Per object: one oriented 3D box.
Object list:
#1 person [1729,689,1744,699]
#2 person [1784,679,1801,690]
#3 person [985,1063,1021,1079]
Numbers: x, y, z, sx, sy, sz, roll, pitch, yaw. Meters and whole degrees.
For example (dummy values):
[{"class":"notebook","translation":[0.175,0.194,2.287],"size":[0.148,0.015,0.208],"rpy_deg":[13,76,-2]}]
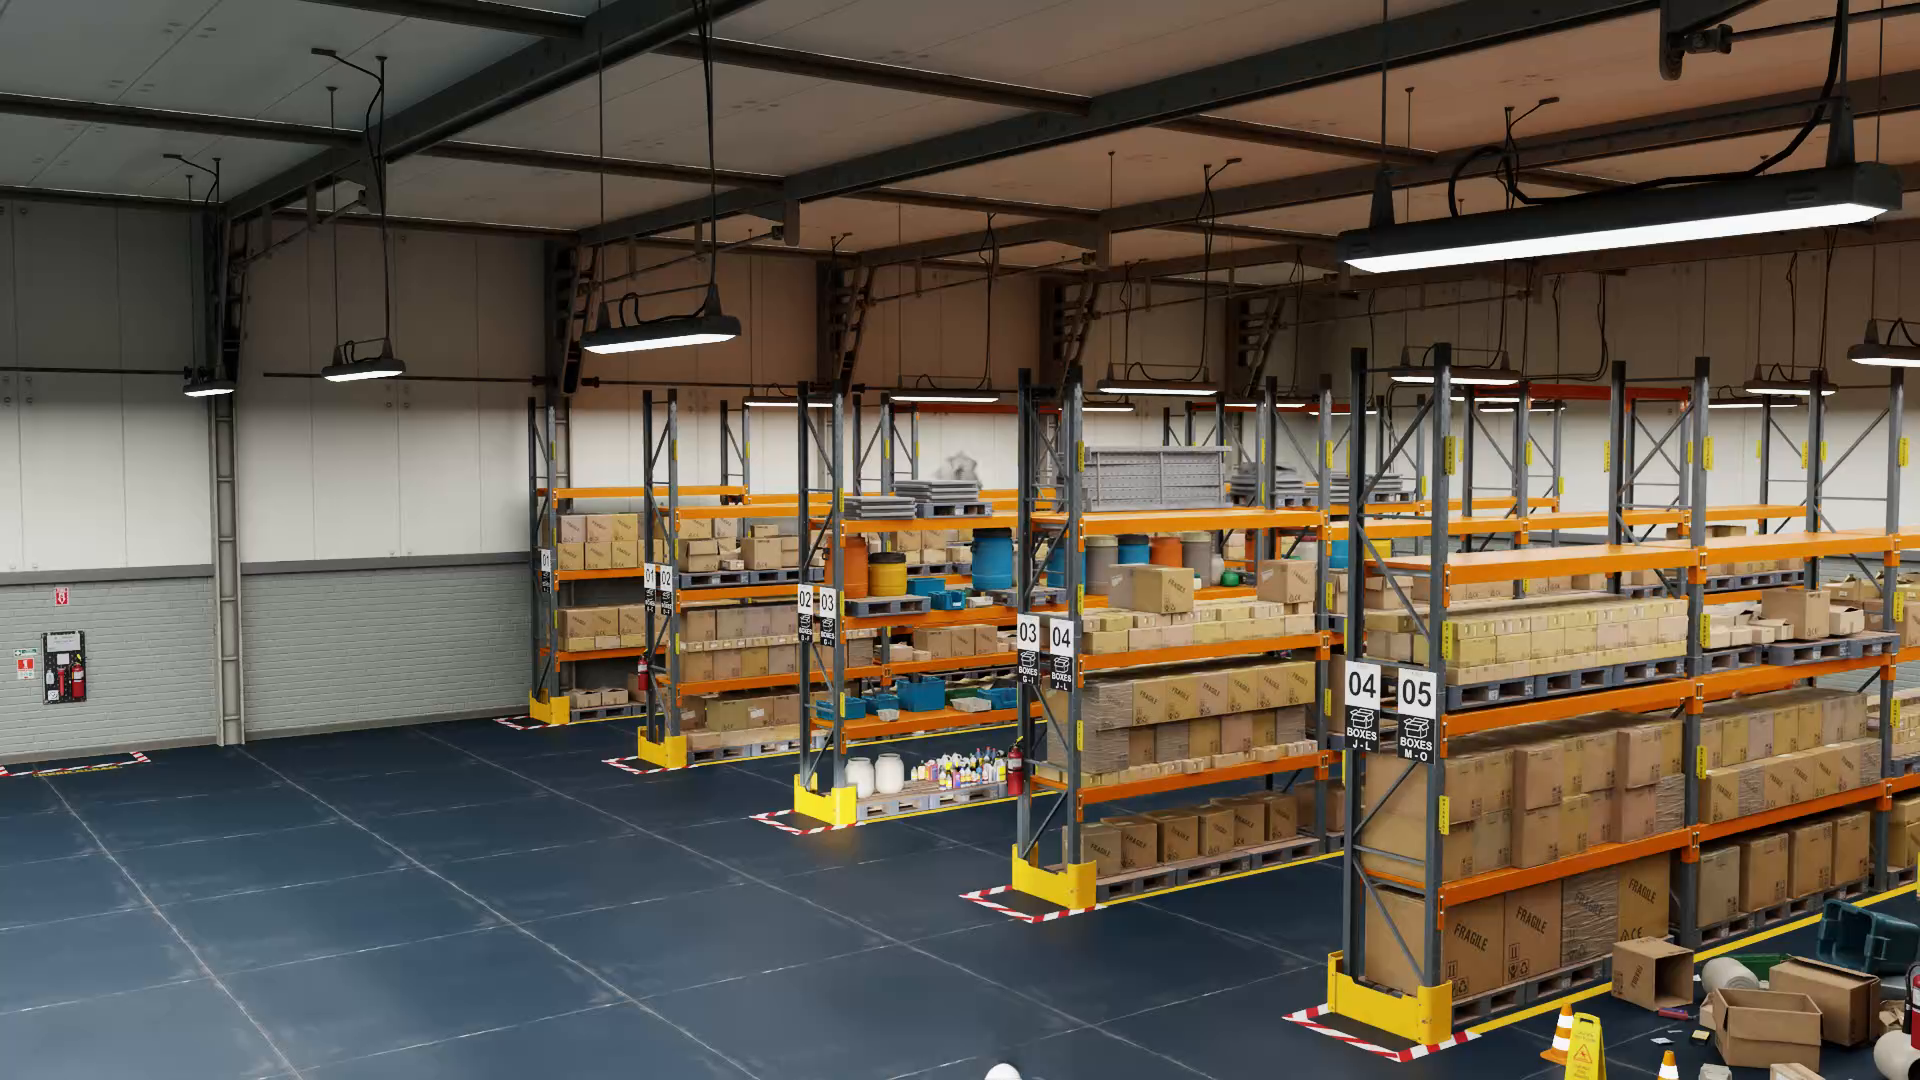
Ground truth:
[{"class":"person","translation":[11.088,2.943,23.786],"size":[0.733,1.629,0.525],"rpy_deg":[-3,5,-43]},{"class":"person","translation":[12.627,2.845,24.987],"size":[0.596,1.782,0.924],"rpy_deg":[3,5,45]},{"class":"person","translation":[0.283,3.753,9.211],"size":[0.710,1.736,0.663],"rpy_deg":[1,3,13]}]
